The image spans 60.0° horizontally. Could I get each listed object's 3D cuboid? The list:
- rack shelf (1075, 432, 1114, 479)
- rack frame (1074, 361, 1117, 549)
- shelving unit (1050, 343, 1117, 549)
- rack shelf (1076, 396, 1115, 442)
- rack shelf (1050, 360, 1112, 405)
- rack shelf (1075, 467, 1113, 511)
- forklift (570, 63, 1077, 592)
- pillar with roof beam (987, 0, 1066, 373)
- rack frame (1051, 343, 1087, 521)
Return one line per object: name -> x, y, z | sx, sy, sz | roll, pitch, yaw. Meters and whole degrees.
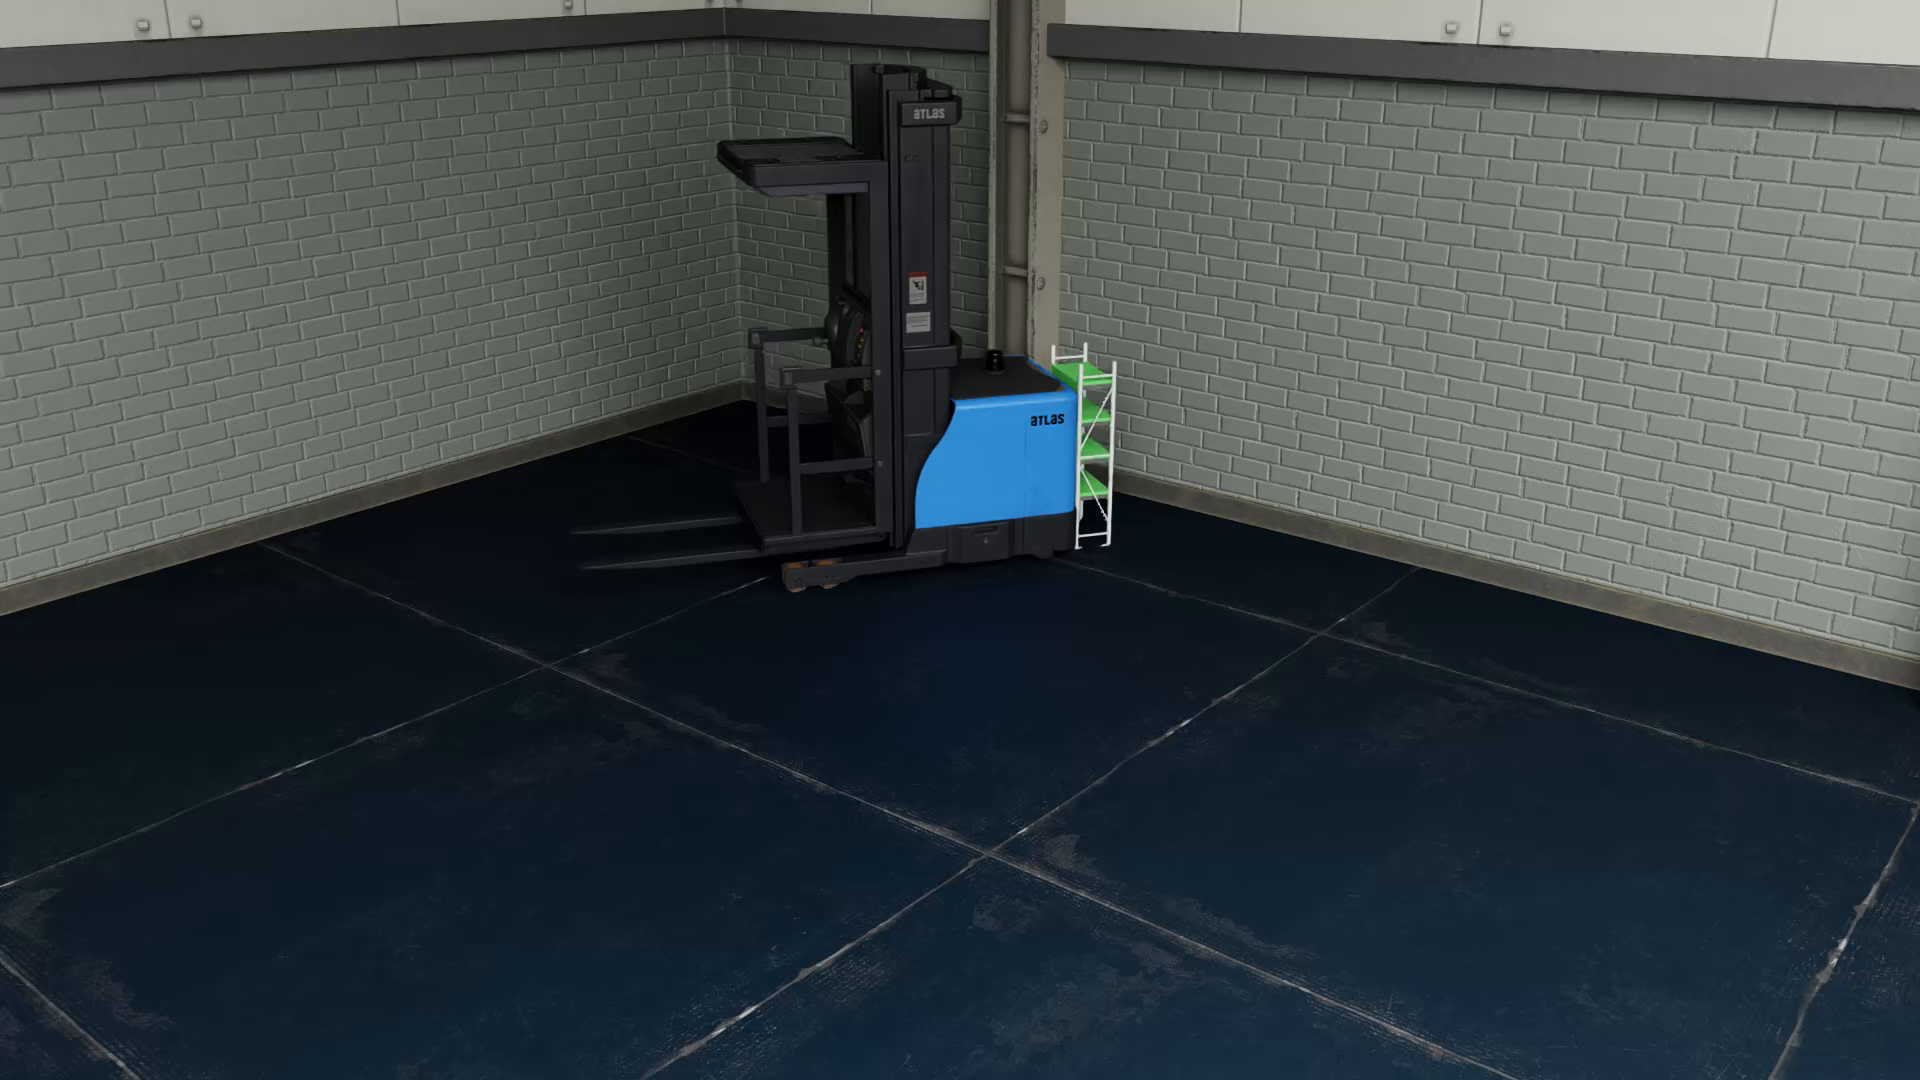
rack shelf -> 0.768, -0.540, 10.582 | 0.258, 0.148, 0.480 | -6, 22, -16
rack frame -> 0.840, -0.518, 10.341 | 0.240, 1.200, 0.015 | -6, 22, -16
shelving unit -> 0.768, -0.600, 10.559 | 0.258, 1.200, 0.503 | -6, 22, -16
rack shelf -> 0.768, -0.765, 10.497 | 0.258, 0.148, 0.480 | -6, 22, -16
rack shelf -> 0.768, -0.990, 10.412 | 0.258, 0.148, 0.480 | -6, 22, -16
rack shelf -> 0.768, -0.316, 10.666 | 0.258, 0.148, 0.480 | -6, 22, -16
forklift -> -0.851, -1.271, 9.884 | 3.031, 2.935, 1.130 | -6, 22, -16
pillar with roof beam -> -2.284, -3.504, 7.206 | 0.400, 9.000, 9.100 | 16, 26, 36
rack frame -> 0.695, -0.682, 10.777 | 0.240, 1.200, 0.015 | -6, 22, -16
